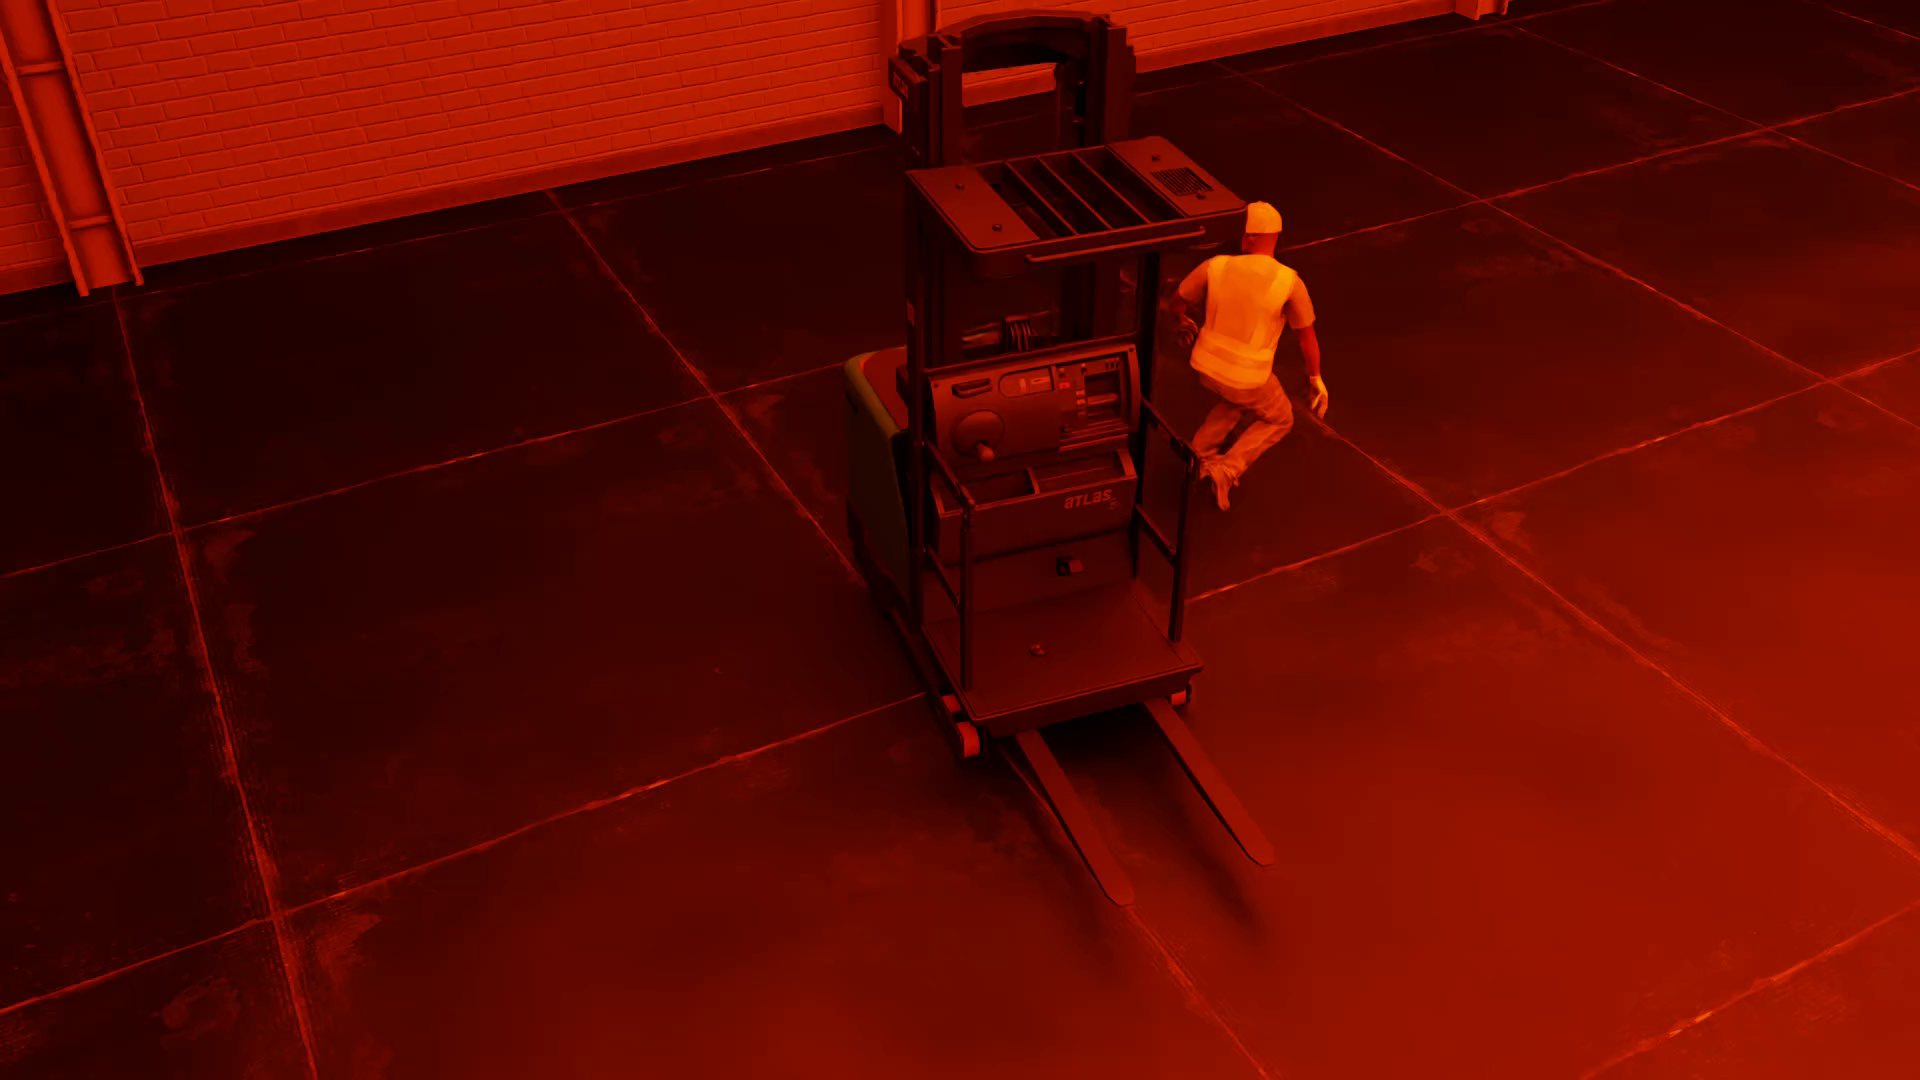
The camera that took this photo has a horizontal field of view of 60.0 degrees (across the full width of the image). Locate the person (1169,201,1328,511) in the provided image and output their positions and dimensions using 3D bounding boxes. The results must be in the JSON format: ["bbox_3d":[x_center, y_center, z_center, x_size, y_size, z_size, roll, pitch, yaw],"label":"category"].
[{"bbox_3d":[1.465,-0.918,8.624,0.959,1.592,0.588,27,43,33],"label":"person"}]

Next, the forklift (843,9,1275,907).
[{"bbox_3d":[0.400,-0.510,6.844,1.130,2.935,3.031,-12,37,-16],"label":"forklift"}]
